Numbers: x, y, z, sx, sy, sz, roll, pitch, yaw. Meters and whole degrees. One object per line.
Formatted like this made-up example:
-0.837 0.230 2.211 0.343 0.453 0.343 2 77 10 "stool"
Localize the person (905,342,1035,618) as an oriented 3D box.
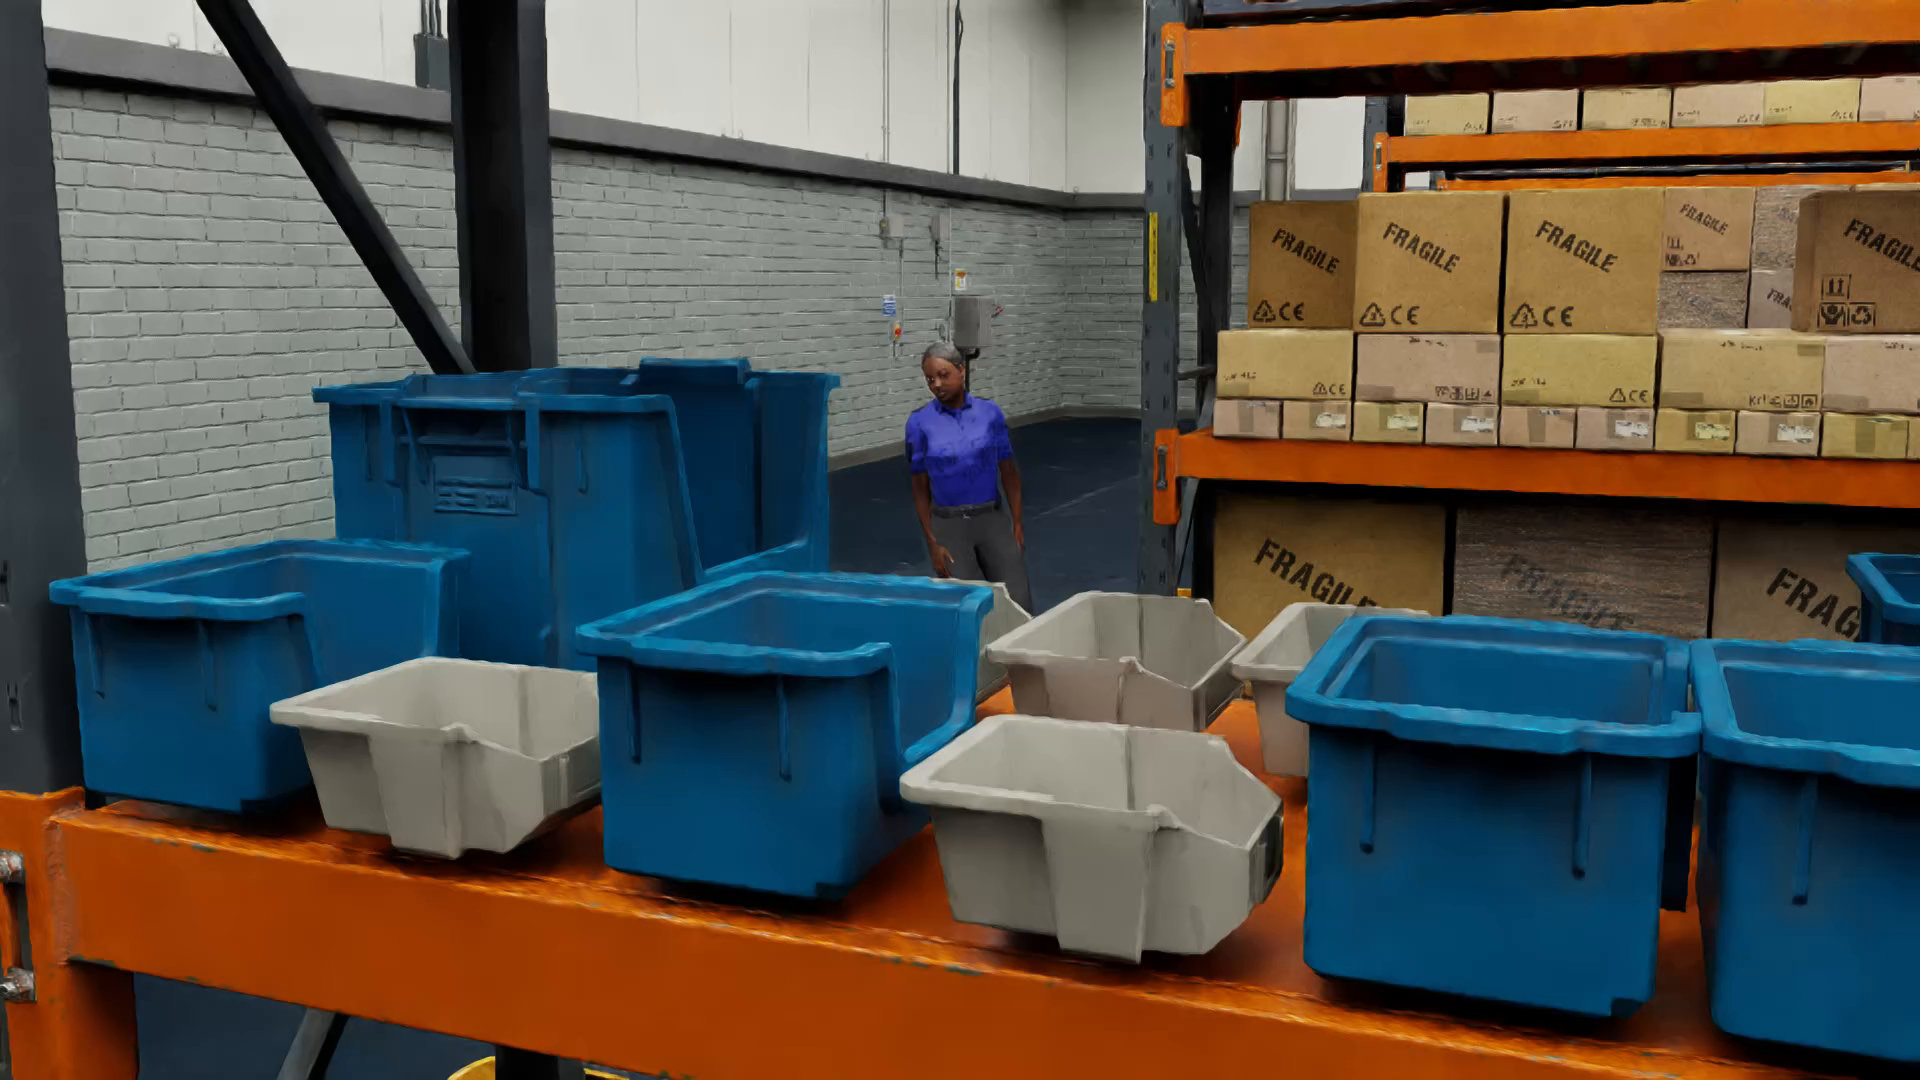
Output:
0.026 -0.018 7.011 0.525 1.631 0.524 -2 9 -12 "person"
